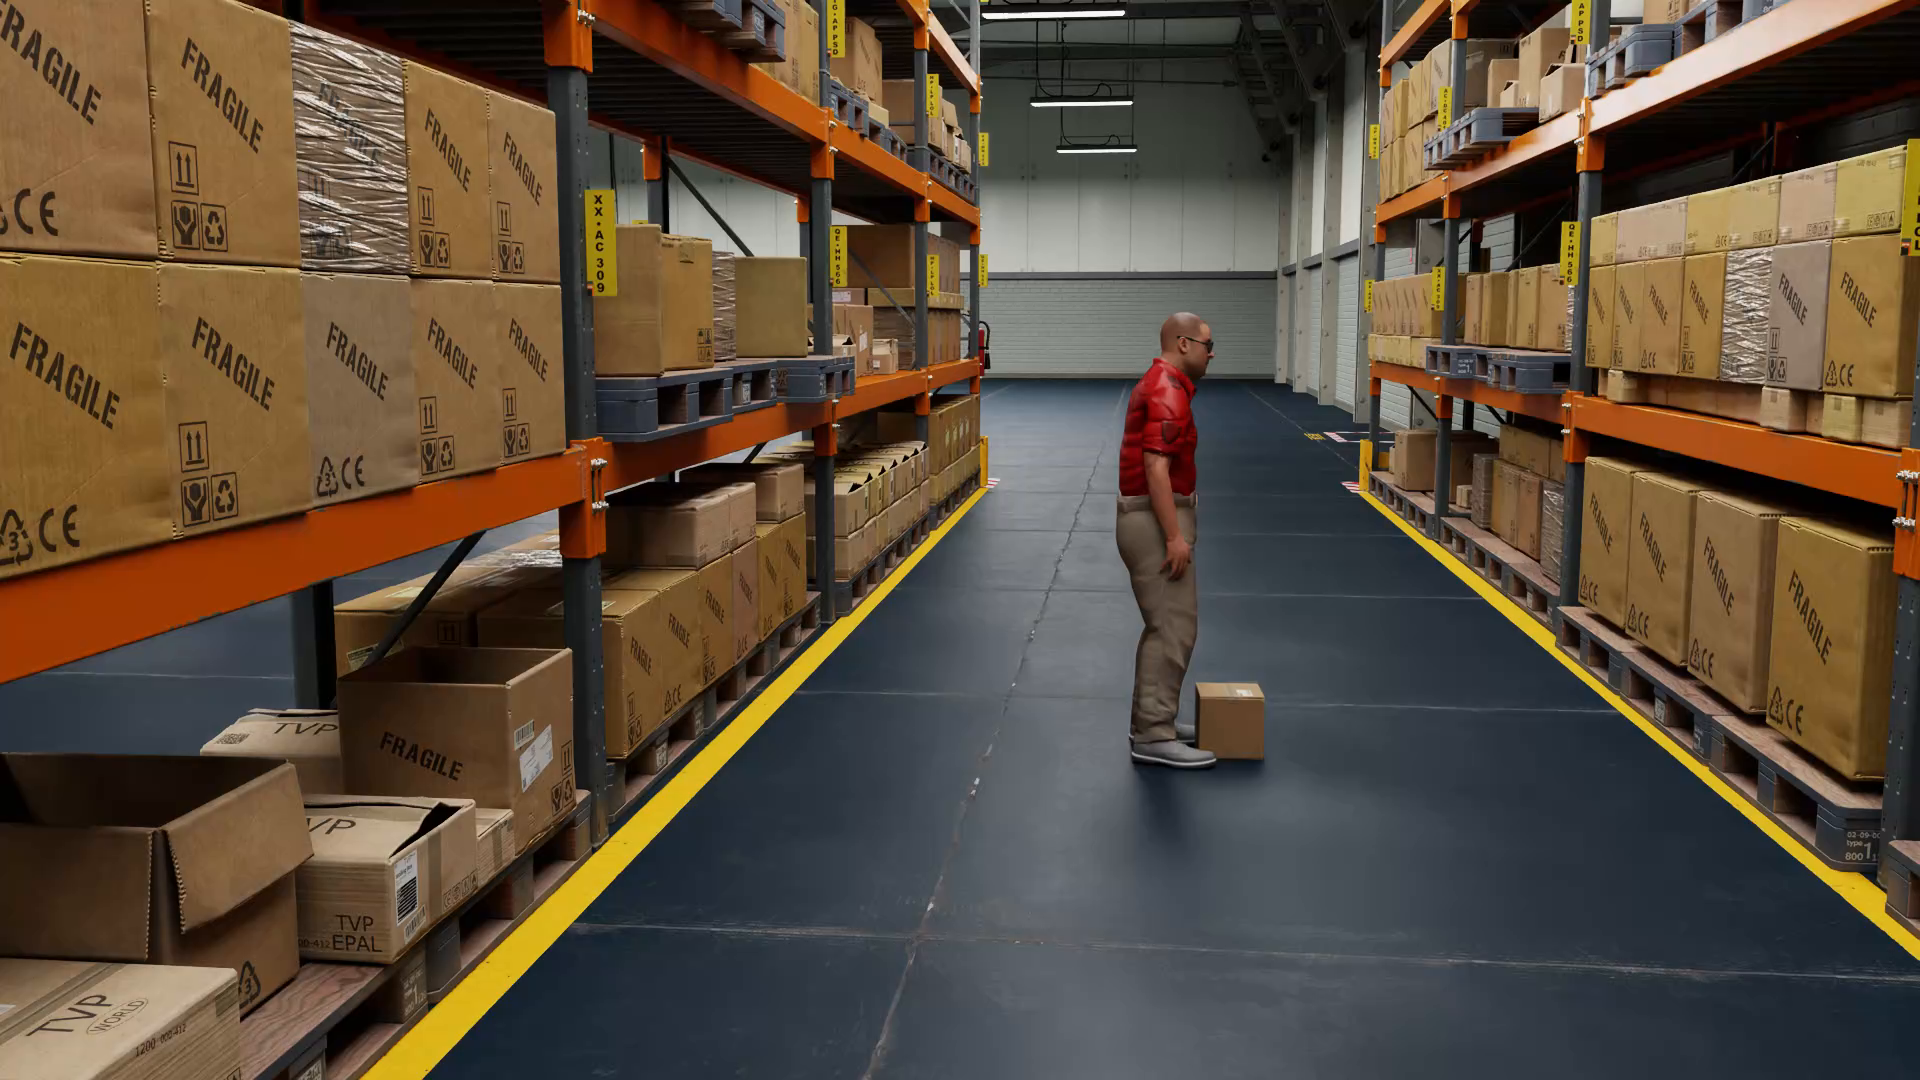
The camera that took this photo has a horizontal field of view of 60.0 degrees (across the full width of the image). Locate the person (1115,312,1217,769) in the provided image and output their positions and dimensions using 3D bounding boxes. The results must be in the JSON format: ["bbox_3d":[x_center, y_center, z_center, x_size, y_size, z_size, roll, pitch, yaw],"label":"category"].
[{"bbox_3d":[0.807,-0.020,6.497,0.389,1.725,0.591,0,8,4],"label":"person"}]
